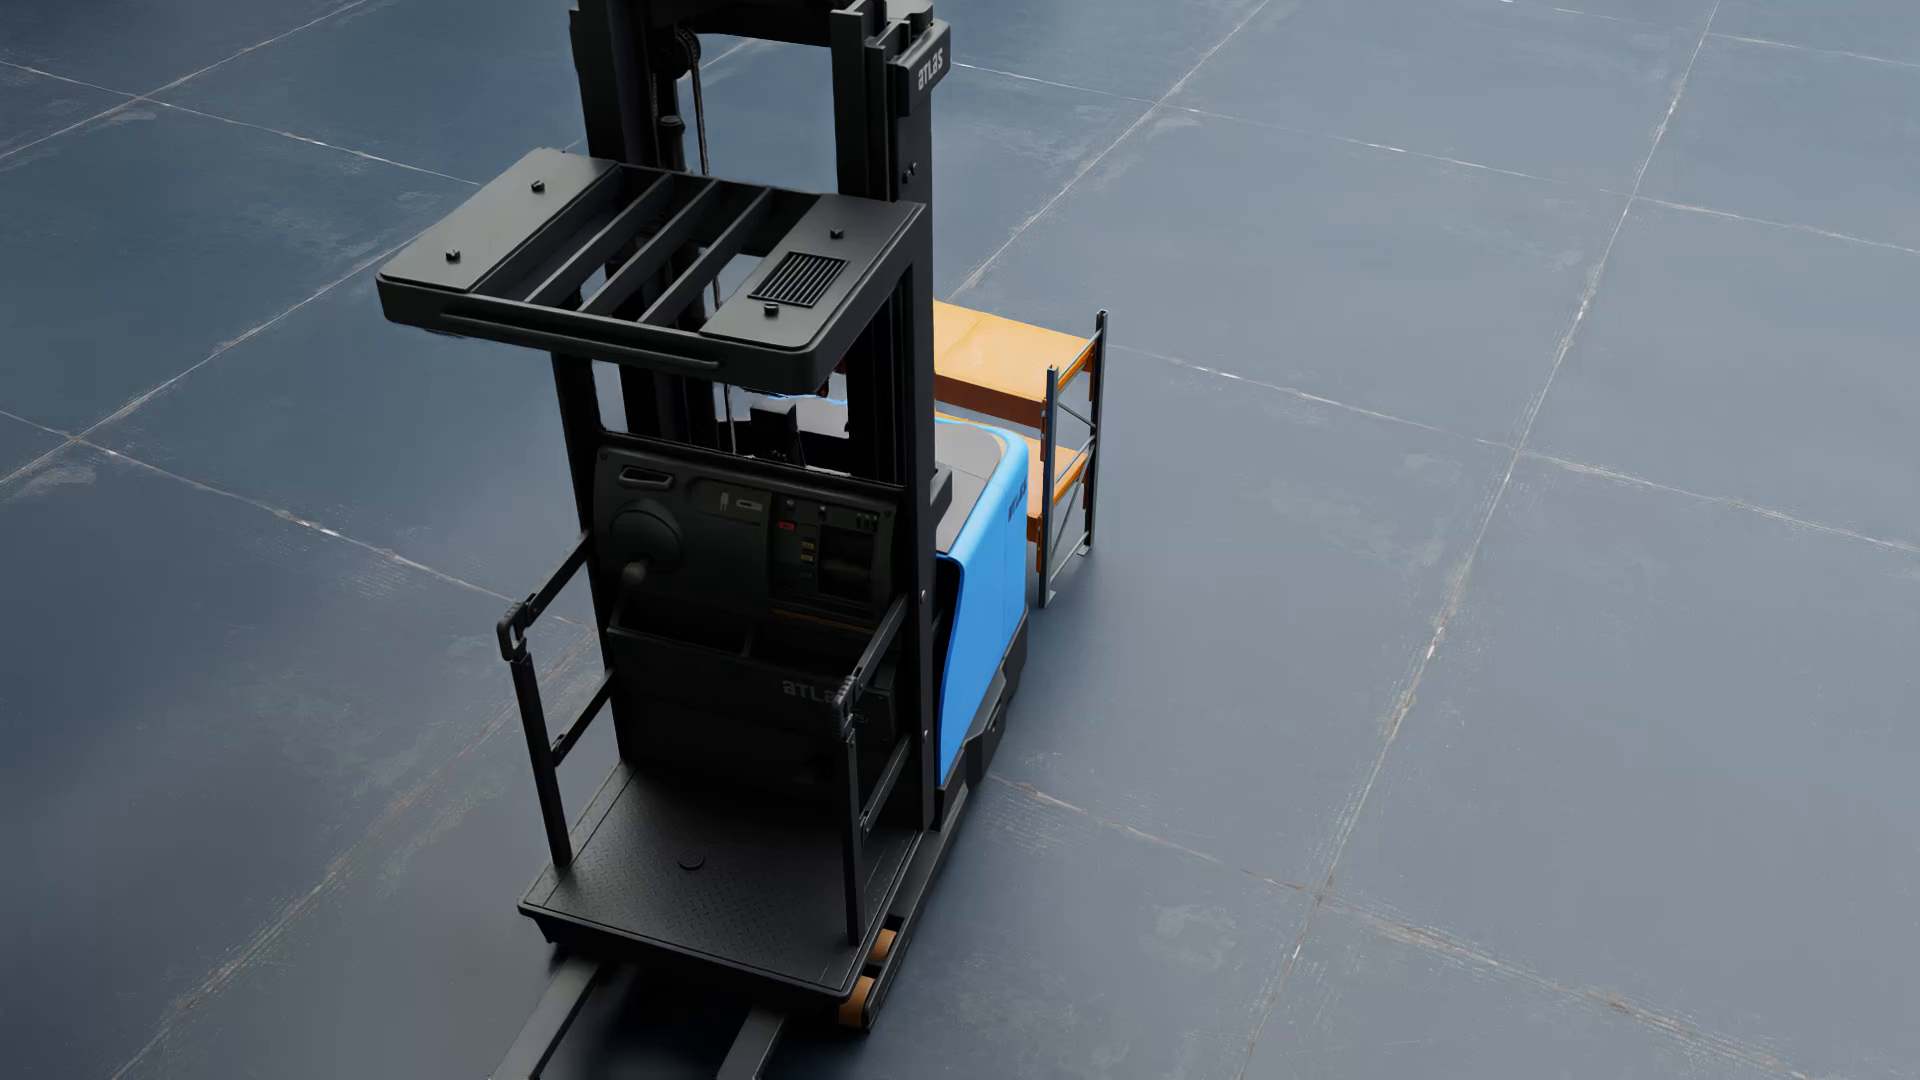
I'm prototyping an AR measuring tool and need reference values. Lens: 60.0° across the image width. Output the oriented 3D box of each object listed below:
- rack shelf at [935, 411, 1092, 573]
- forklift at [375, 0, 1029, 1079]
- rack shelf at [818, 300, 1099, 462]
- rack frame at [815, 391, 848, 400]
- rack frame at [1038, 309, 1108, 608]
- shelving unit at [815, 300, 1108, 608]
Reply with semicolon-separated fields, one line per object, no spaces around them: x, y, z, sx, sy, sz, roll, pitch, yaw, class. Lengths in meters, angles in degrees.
-0.006;-0.255;6.933;1.000;0.278;0.538;17;41;21;rack shelf
-0.693;0.061;4.617;1.130;2.935;3.031;11;39;15;forklift
-0.006;-0.683;6.608;1.000;0.278;0.538;17;41;21;rack shelf
-0.457;-0.591;6.971;0.032;1.125;0.500;17;41;21;rack frame
0.445;-0.309;6.599;0.032;1.125;0.500;17;41;21;rack frame
-0.006;-0.450;6.785;1.048;1.125;0.538;17;41;21;shelving unit
